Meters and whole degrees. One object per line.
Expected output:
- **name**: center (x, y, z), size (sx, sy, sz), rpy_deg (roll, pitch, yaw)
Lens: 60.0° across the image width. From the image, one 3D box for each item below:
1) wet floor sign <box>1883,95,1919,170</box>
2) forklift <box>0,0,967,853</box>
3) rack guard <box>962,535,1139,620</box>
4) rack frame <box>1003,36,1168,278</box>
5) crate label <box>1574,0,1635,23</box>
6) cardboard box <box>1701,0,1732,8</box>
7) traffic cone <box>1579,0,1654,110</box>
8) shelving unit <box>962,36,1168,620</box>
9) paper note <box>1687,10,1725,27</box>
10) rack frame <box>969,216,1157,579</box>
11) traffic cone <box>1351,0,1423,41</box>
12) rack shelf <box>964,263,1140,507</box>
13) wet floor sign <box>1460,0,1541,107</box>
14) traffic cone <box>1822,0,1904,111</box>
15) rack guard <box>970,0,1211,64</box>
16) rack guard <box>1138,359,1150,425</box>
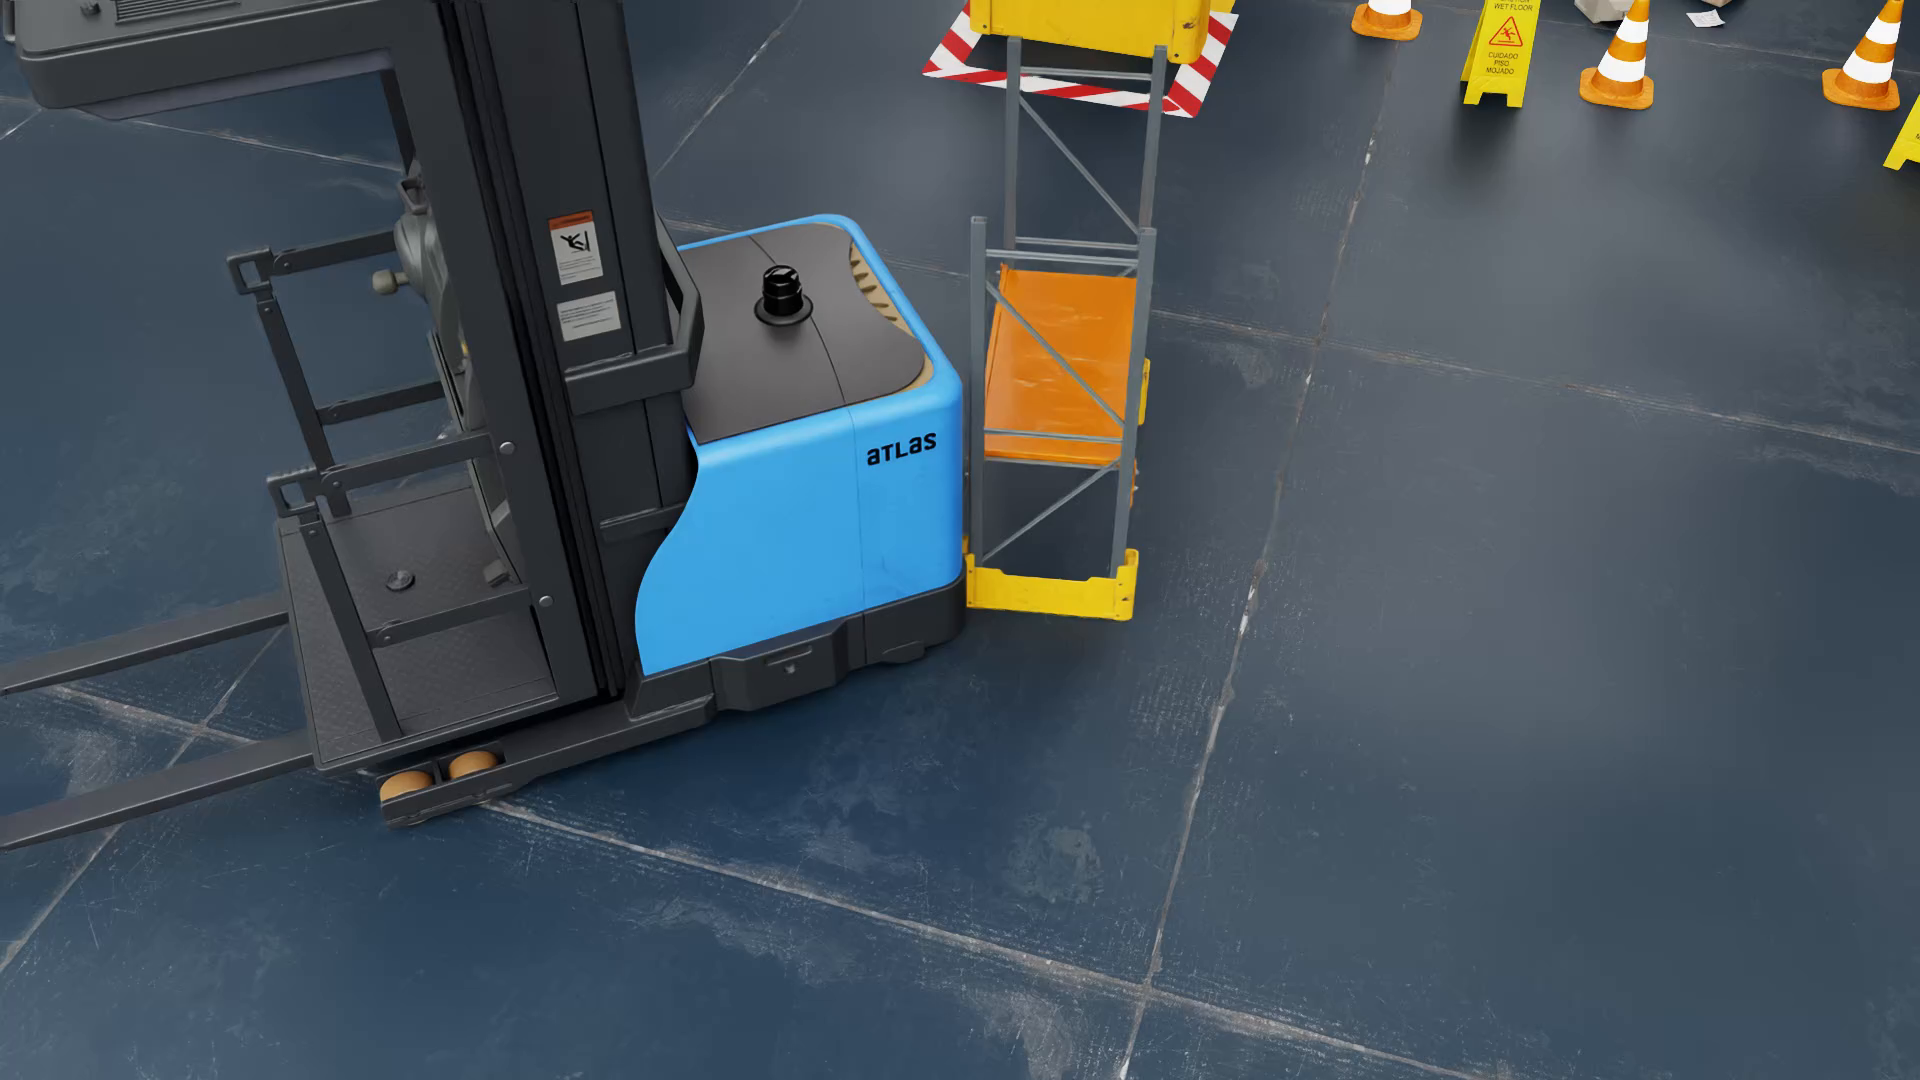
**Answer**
- **wet floor sign**: center (4.320, -1.916, 7.247), size (0.267, 0.644, 0.232), rpy_deg (28, 51, 26)
- **forklift**: center (-1.545, -0.631, 4.299), size (3.031, 2.935, 1.130), rpy_deg (-16, 47, -16)
- **rack guard**: center (0.281, 0.124, 5.445), size (0.587, 0.250, 0.087), rpy_deg (5, 45, 5)
- **rack frame**: center (0.398, -1.015, 5.715), size (0.500, 1.500, 0.032), rpy_deg (5, 45, 5)
- **crate label**: center (3.316, -2.740, 8.452), size (0.250, 0.136, 0.298), rpy_deg (-9, 45, -9)
- **cardboard box**: center (3.868, -2.940, 8.648), size (0.250, 0.149, 0.380), rpy_deg (-33, 53, -29)
- **traffic cone**: center (3.137, -2.320, 7.790), size (0.336, 0.463, 0.334), rpy_deg (13, 46, 13)
- **shelving unit**: center (0.339, -0.669, 5.361), size (0.587, 1.500, 1.083), rpy_deg (5, 45, 5)
- **paper note**: center (3.786, -2.648, 8.435), size (0.148, 0.019, 0.142), rpy_deg (-2, 44, -2)
- **rack frame**: center (0.278, -0.309, 4.994), size (0.500, 1.500, 0.032), rpy_deg (5, 45, 5)
- **traffic cone**: center (2.163, -2.786, 8.266), size (0.336, 0.463, 0.334), rpy_deg (13, 46, 13)
- **rack shelf**: center (0.338, -0.534, 5.480), size (0.538, 0.185, 1.000), rpy_deg (5, 45, 5)
- **wet floor sign**: center (2.527, -2.359, 7.699), size (0.267, 0.644, 0.232), rpy_deg (5, 45, 5)
- **traffic cone**: center (4.298, -2.311, 7.781), size (0.336, 0.463, 0.334), rpy_deg (13, 46, 13)
- **rack guard**: center (0.641, -2.730, 8.182), size (1.175, 0.500, 0.348), rpy_deg (13, 46, 13)
- **rack guard**: center (0.398, -0.568, 6.152), size (0.587, 0.250, 0.087), rpy_deg (5, 45, 5)
